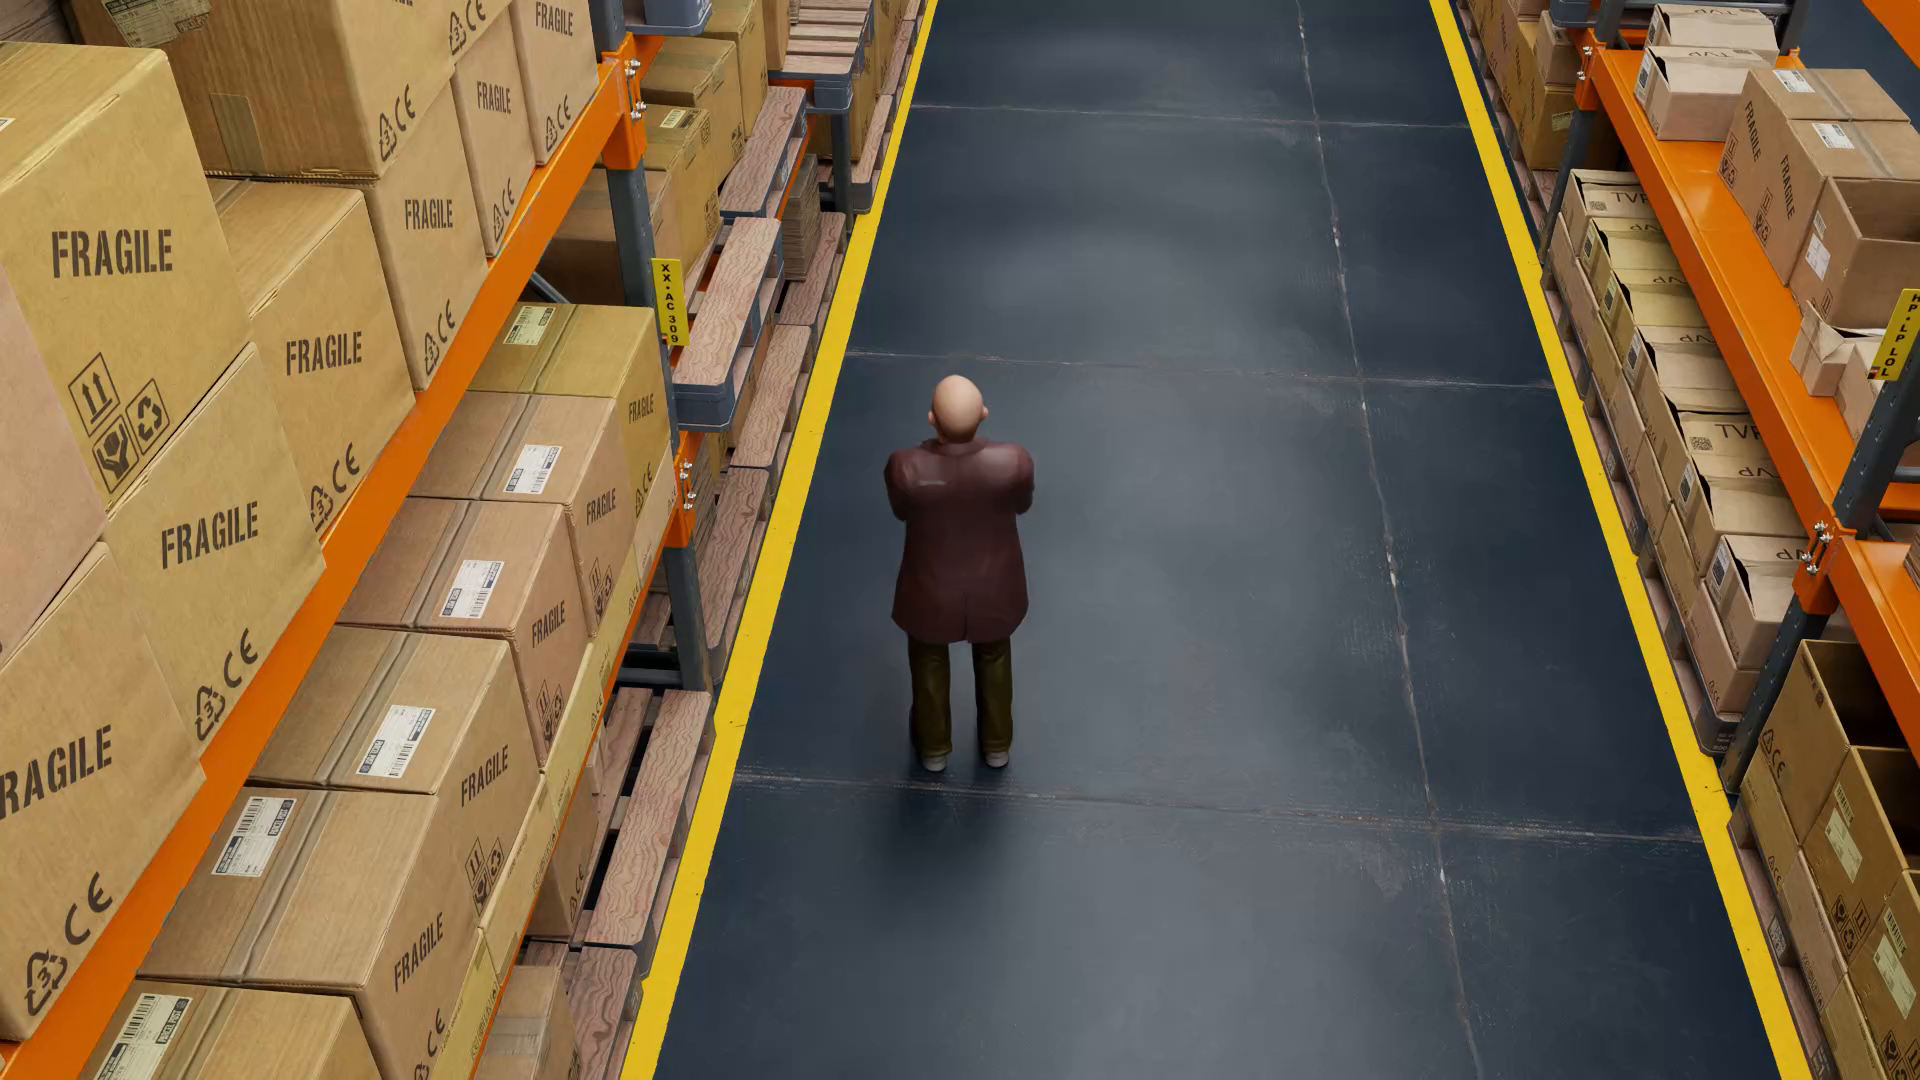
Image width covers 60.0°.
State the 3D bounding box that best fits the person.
[{"bbox_3d":[0.000,0.067,6.073,0.695,1.776,0.582,-4,40,-5],"label":"person"}]
